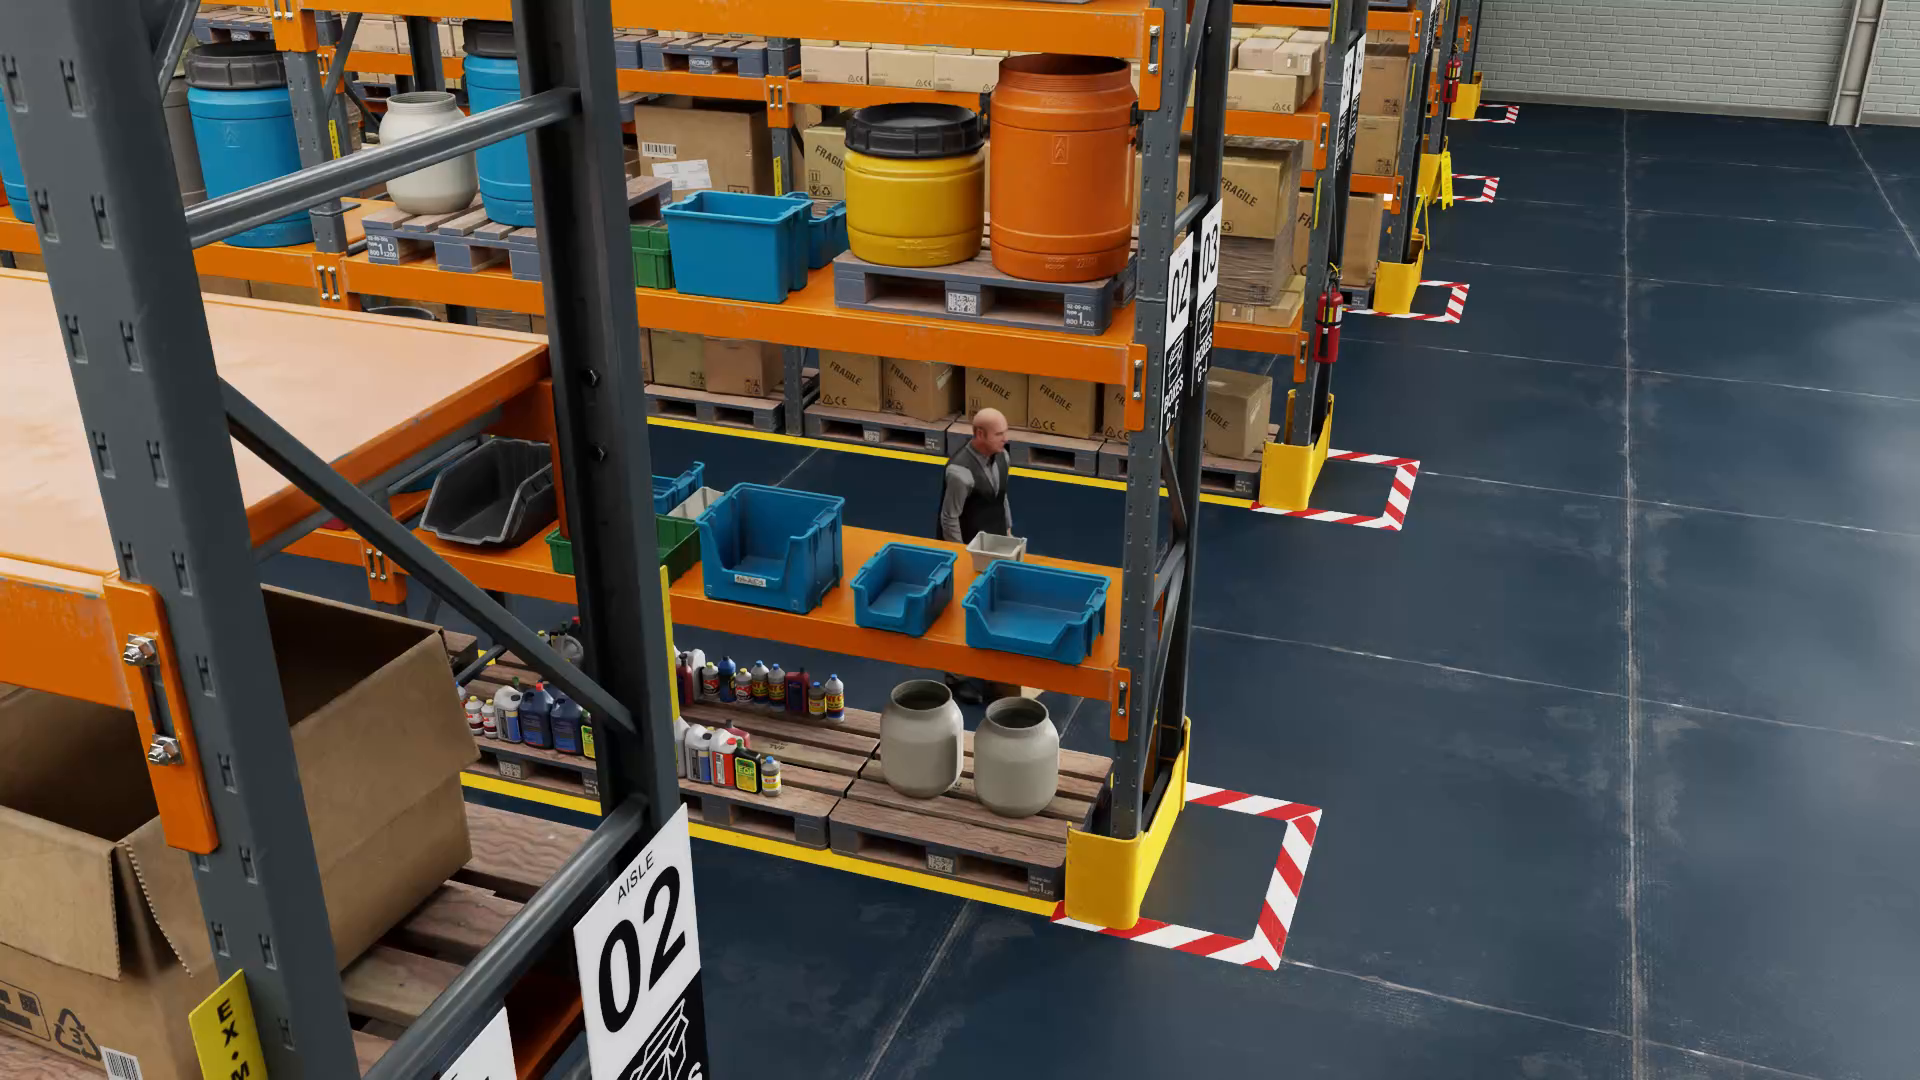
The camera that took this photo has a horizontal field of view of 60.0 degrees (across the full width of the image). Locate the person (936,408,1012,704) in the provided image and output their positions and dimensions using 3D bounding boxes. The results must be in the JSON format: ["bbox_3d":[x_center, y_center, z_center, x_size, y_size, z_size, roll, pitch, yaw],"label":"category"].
[{"bbox_3d":[0.115,0.055,9.483,0.474,1.721,0.571,18,31,32],"label":"person"}]
